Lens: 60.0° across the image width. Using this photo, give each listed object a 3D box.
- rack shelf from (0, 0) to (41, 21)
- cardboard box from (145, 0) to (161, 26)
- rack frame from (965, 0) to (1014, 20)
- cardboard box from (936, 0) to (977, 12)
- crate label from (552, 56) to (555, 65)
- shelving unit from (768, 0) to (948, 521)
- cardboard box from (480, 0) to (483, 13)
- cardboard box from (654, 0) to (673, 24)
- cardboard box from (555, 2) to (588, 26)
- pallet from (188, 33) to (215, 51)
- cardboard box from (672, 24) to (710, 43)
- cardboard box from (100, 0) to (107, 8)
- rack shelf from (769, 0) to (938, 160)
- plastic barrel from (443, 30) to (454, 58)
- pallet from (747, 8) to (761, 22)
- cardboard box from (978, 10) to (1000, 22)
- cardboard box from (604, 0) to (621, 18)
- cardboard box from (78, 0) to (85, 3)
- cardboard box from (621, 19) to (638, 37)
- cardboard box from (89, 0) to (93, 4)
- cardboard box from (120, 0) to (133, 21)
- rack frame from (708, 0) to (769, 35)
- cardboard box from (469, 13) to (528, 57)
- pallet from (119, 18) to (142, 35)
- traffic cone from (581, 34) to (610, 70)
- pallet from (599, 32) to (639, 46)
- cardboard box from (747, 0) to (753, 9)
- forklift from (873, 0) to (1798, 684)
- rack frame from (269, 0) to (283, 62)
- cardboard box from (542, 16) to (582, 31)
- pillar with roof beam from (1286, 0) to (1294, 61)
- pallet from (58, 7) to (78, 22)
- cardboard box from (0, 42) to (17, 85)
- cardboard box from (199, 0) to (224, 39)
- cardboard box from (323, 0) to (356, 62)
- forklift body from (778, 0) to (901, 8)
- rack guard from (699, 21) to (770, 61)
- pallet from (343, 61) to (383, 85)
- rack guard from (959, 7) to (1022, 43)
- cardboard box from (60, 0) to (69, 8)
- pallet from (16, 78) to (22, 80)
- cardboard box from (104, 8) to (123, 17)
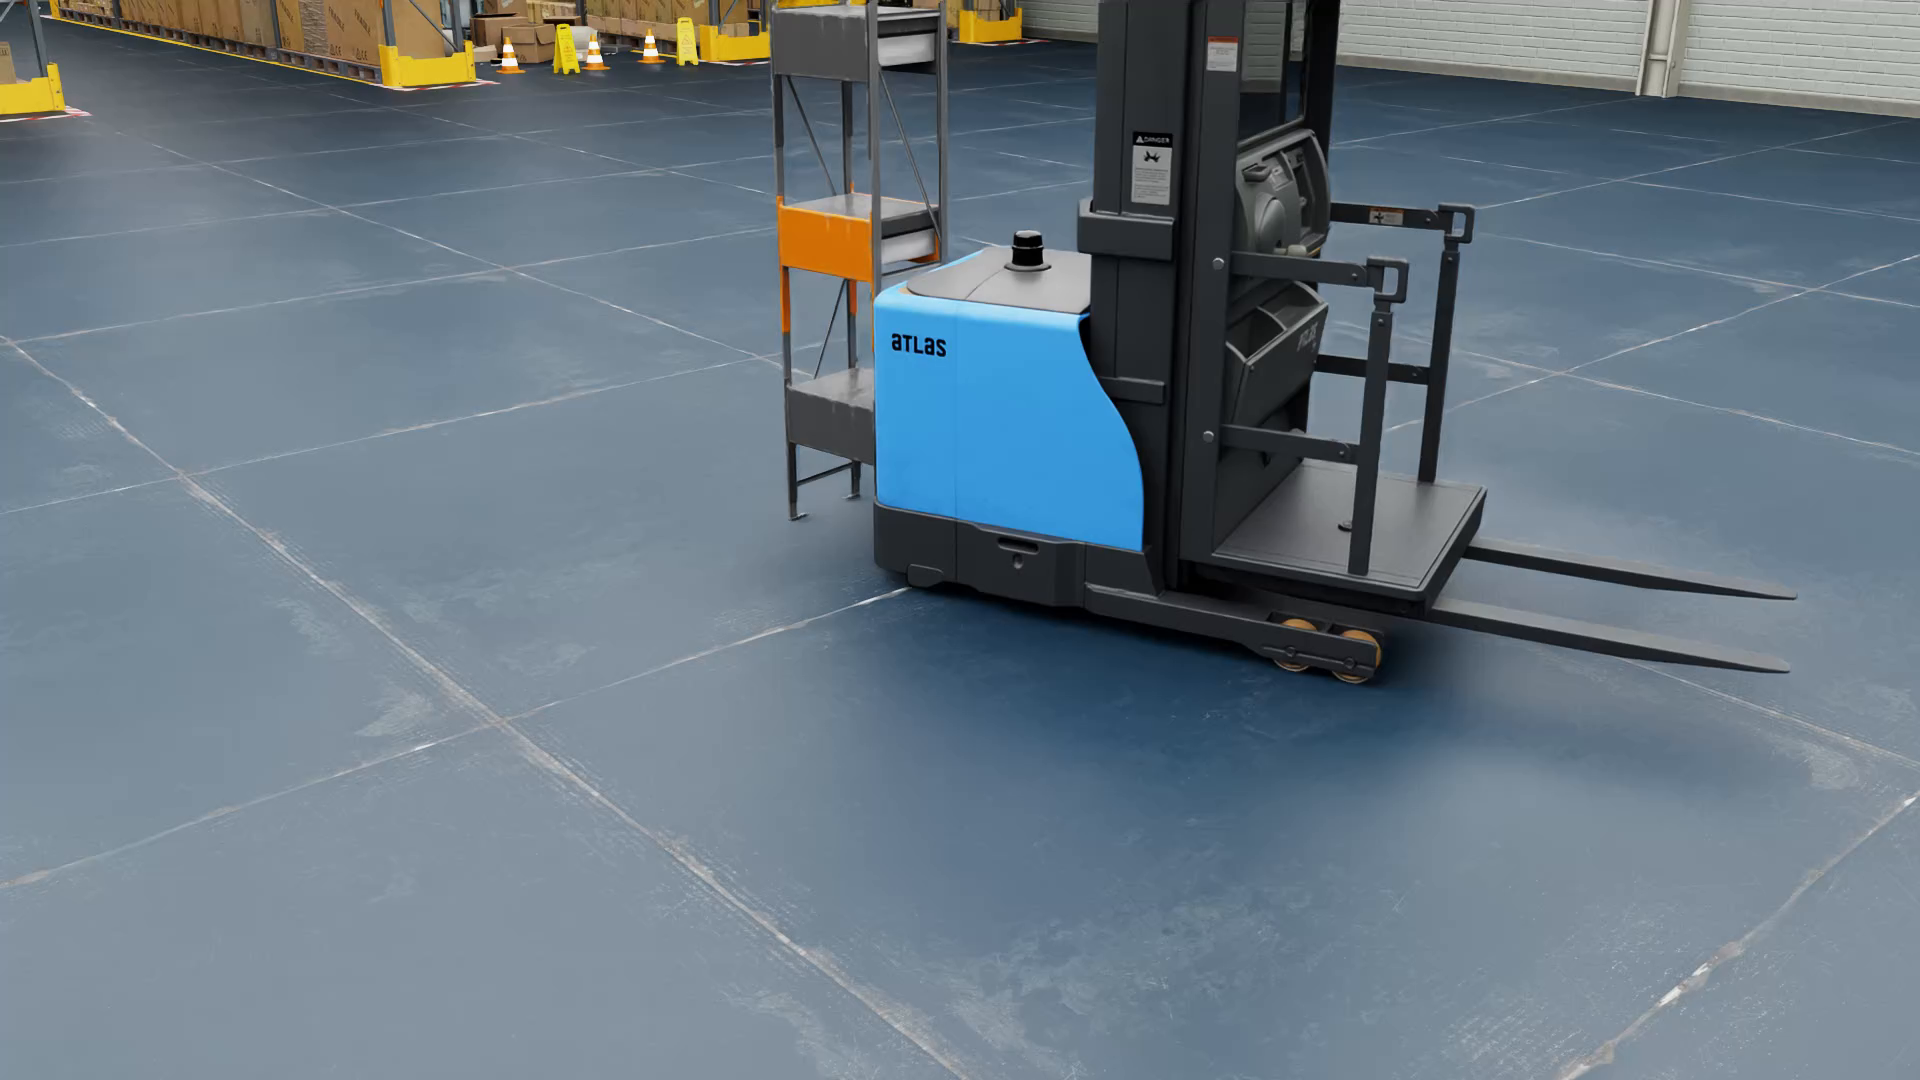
[{"bbox_3d":[-12.072,-6.446,19.815,1.077,0.370,4.000,-17,27,-37],"label":"rack shelf"},{"bbox_3d":[-13.487,-9.029,28.276,0.500,0.500,0.500,-19,28,-40],"label":"cardboard box"},{"bbox_3d":[0.499,-9.770,27.316,1.000,3.000,0.127,-17,27,-37],"label":"rack frame"},{"bbox_3d":[-0.056,-8.978,27.803,0.500,0.250,0.500,-18,28,-38],"label":"cardboard box"},{"bbox_3d":[-5.697,-6.911,23.940,0.298,0.136,0.250,7,23,18],"label":"crate label"},{"bbox_3d":[-0.368,-1.052,6.291,0.503,2.100,0.431,17,27,37],"label":"shelving unit"},{"bbox_3d":[-8.120,-9.611,29.938,0.950,0.372,0.625,-20,29,-41],"label":"cardboard box"},{"bbox_3d":[-4.323,-8.155,25.358,0.500,0.500,0.500,-16,27,-36],"label":"cardboard box"},{"bbox_3d":[-6.215,-8.809,27.889,0.950,0.372,0.625,-17,27,-37],"label":"cardboard box"},{"bbox_3d":[-11.708,-8.057,26.767,1.003,0.211,1.213,-17,27,-37],"label":"pallet"},{"bbox_3d":[-4.007,-7.669,25.145,0.500,0.250,0.500,-18,27,-38],"label":"cardboard box"},{"bbox_3d":[-15.409,-9.787,30.283,0.380,0.149,0.250,-19,28,-40],"label":"cardboard box"},{"bbox_3d":[-0.368,-1.691,6.041,0.480,0.518,0.431,17,27,37],"label":"rack shelf"},{"bbox_3d":[-7.652,-7.339,24.640,0.512,0.421,0.421,0,21,-1],"label":"plastic barrel"},{"bbox_3d":[-3.424,-10.109,32.003,1.003,0.211,1.213,-17,27,-37],"label":"pallet"},{"bbox_3d":[0.326,-8.868,28.206,0.500,0.250,0.500,-17,27,-37],"label":"cardboard box"},{"bbox_3d":[-5.331,-8.585,26.456,0.500,0.500,0.500,-16,27,-35],"label":"cardboard box"},{"bbox_3d":[-16.547,-10.320,31.644,0.380,0.149,0.250,-19,28,-40],"label":"cardboard box"},{"bbox_3d":[-4.985,-8.090,26.221,0.500,0.250,0.500,-18,28,-38],"label":"cardboard box"},{"bbox_3d":[-16.027,-10.094,31.067,0.380,0.149,0.250,-19,28,-40],"label":"cardboard box"},{"bbox_3d":[-14.495,-9.461,29.378,0.500,0.500,0.500,-16,27,-35],"label":"cardboard box"},{"bbox_3d":[-3.259,-8.588,24.297,1.000,3.000,0.127,-17,27,-37],"label":"rack frame"},{"bbox_3d":[-6.941,-7.628,25.082,0.797,0.637,0.503,-17,27,-37],"label":"cardboard box"},{"bbox_3d":[-14.267,-9.184,29.642,1.003,0.211,1.213,-17,27,-37],"label":"pallet"},{"bbox_3d":[-5.136,-6.860,23.364,0.336,0.463,0.334,-17,27,-37],"label":"traffic cone"},{"bbox_3d":[-5.405,-8.217,27.175,1.003,0.211,1.213,-17,27,-37],"label":"pallet"},{"bbox_3d":[-3.894,-10.716,32.411,0.875,0.625,0.625,-16,27,-36],"label":"cardboard box"},{"bbox_3d":[1.237,-1.128,5.344,3.031,2.935,1.130,10,24,25],"label":"forklift"},{"bbox_3d":[-9.554,-8.487,24.038,1.000,3.000,0.127,-17,27,-37],"label":"rack frame"},{"bbox_3d":[-6.202,-7.910,25.991,0.500,0.500,0.500,0,21,-1],"label":"cardboard box"},{"bbox_3d":[1.382,-10.288,20.412,9.100,9.000,0.400,-17,27,-37],"label":"pillar with roof beam"},{"bbox_3d":[-16.834,-10.250,32.364,1.003,0.211,1.213,-17,27,-37],"label":"pallet"},{"bbox_3d":[-11.162,-5.437,19.103,0.500,0.500,0.500,-12,24,-28],"label":"cardboard box"},{"bbox_3d":[-11.263,-8.309,26.095,1.050,0.750,0.750,-17,27,-37],"label":"cardboard box"},{"bbox_3d":[-8.012,-7.002,22.585,0.875,0.875,0.875,-18,28,-38],"label":"cardboard box"},{"bbox_3d":[-2.121,-9.465,27.700,2.313,2.155,1.214,-17,27,-37],"label":"forklift body"},{"bbox_3d":[-3.309,-7.445,24.806,1.175,0.500,0.348,-17,27,-37],"label":"rack guard"},{"bbox_3d":[-7.525,-6.285,22.242,1.003,0.211,1.213,-17,27,-37],"label":"pallet"},{"bbox_3d":[0.514,-8.600,27.755,1.175,0.500,0.348,-17,27,-37],"label":"rack guard"},{"bbox_3d":[-17.288,-10.449,32.382,0.380,0.149,0.250,-17,27,-36],"label":"cardboard box"},{"bbox_3d":[-12.112,-5.521,20.290,1.003,0.211,1.213,-17,27,-37],"label":"pallet"},{"bbox_3d":[-15.291,-9.592,30.195,0.380,0.149,0.250,-17,27,-37],"label":"cardboard box"}]
